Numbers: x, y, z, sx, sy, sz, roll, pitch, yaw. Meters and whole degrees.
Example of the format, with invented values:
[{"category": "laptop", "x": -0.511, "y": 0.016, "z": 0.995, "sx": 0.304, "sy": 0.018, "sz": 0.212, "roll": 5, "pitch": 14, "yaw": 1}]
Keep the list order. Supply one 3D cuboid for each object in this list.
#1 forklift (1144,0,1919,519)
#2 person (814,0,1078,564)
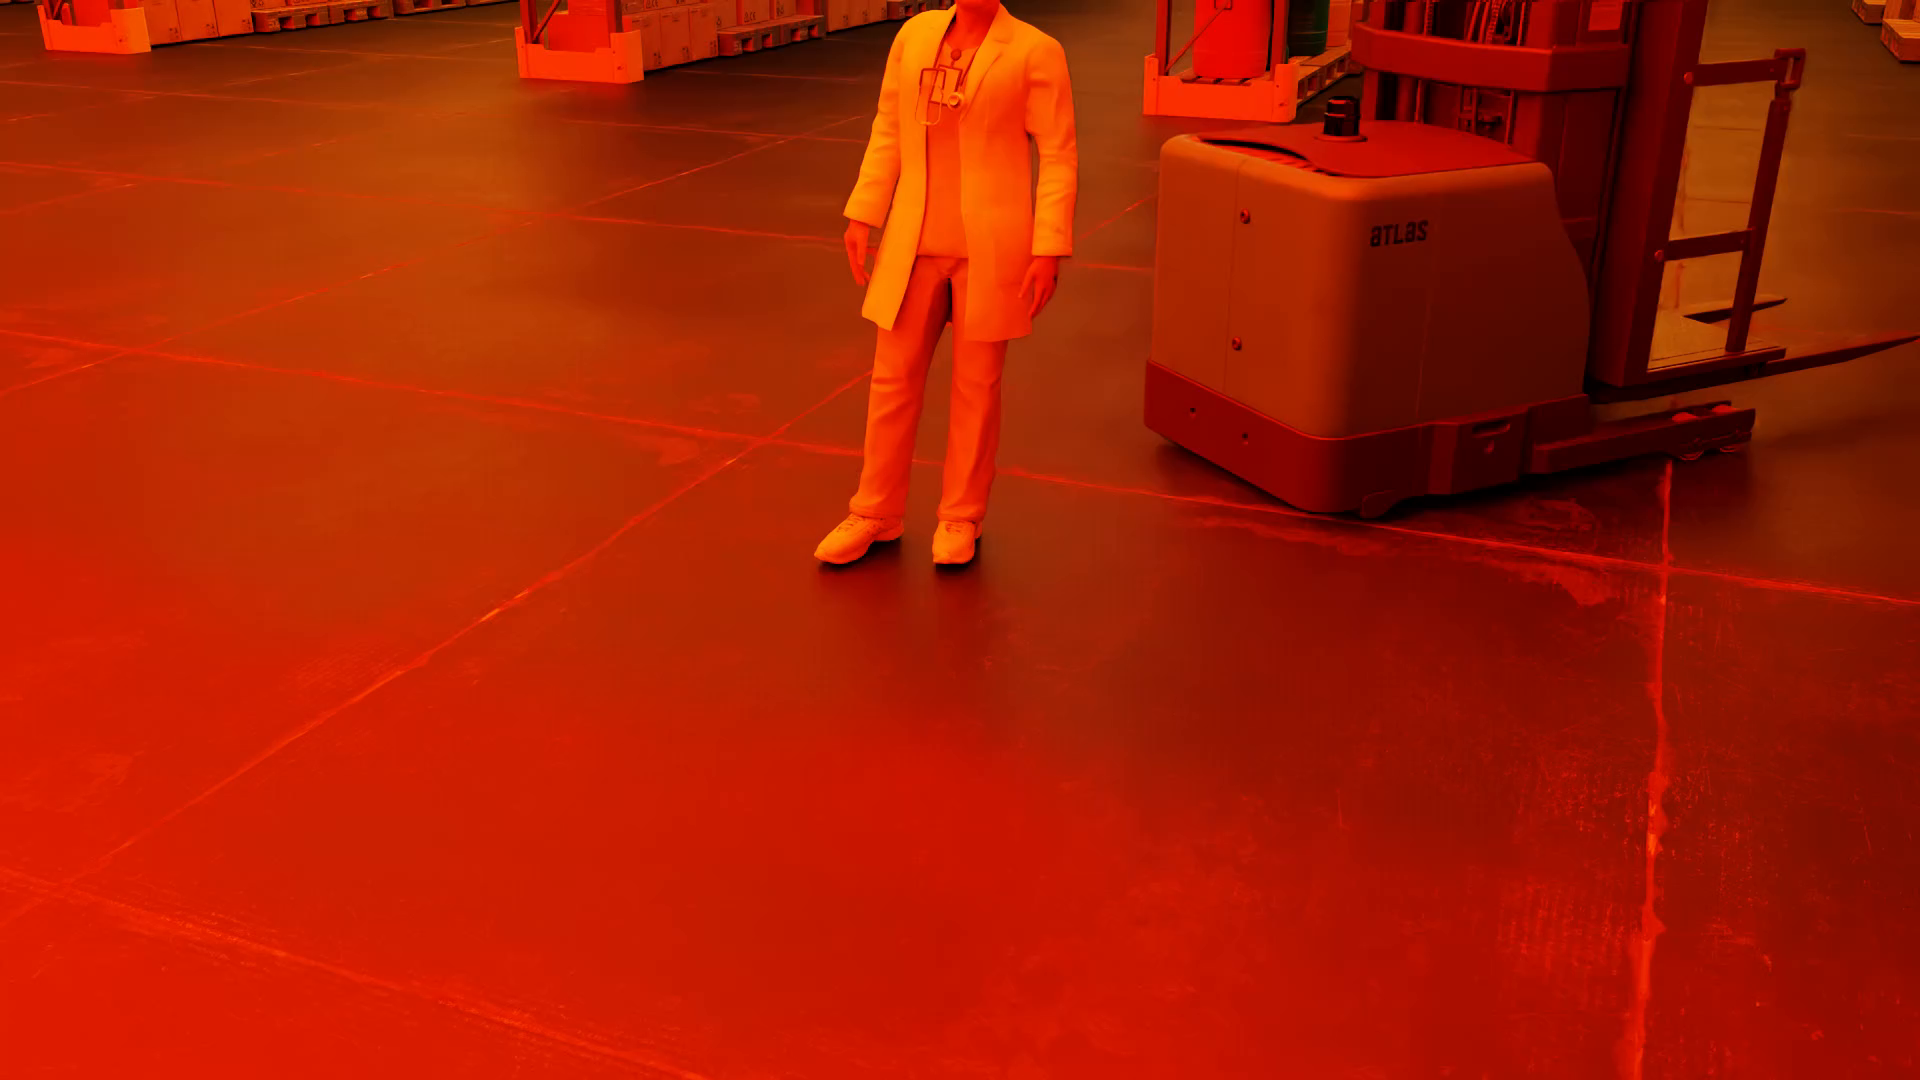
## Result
[{"category": "forklift", "x": 2.205, "y": -1.794, "z": 5.585, "sx": 3.031, "sy": 2.935, "sz": 1.130, "roll": -11, "pitch": 25, "yaw": -24}, {"category": "person", "x": -0.038, "y": -0.796, "z": 4.671, "sx": 0.698, "sy": 1.777, "sz": 0.580, "roll": 9, "pitch": 24, "yaw": 21}]
